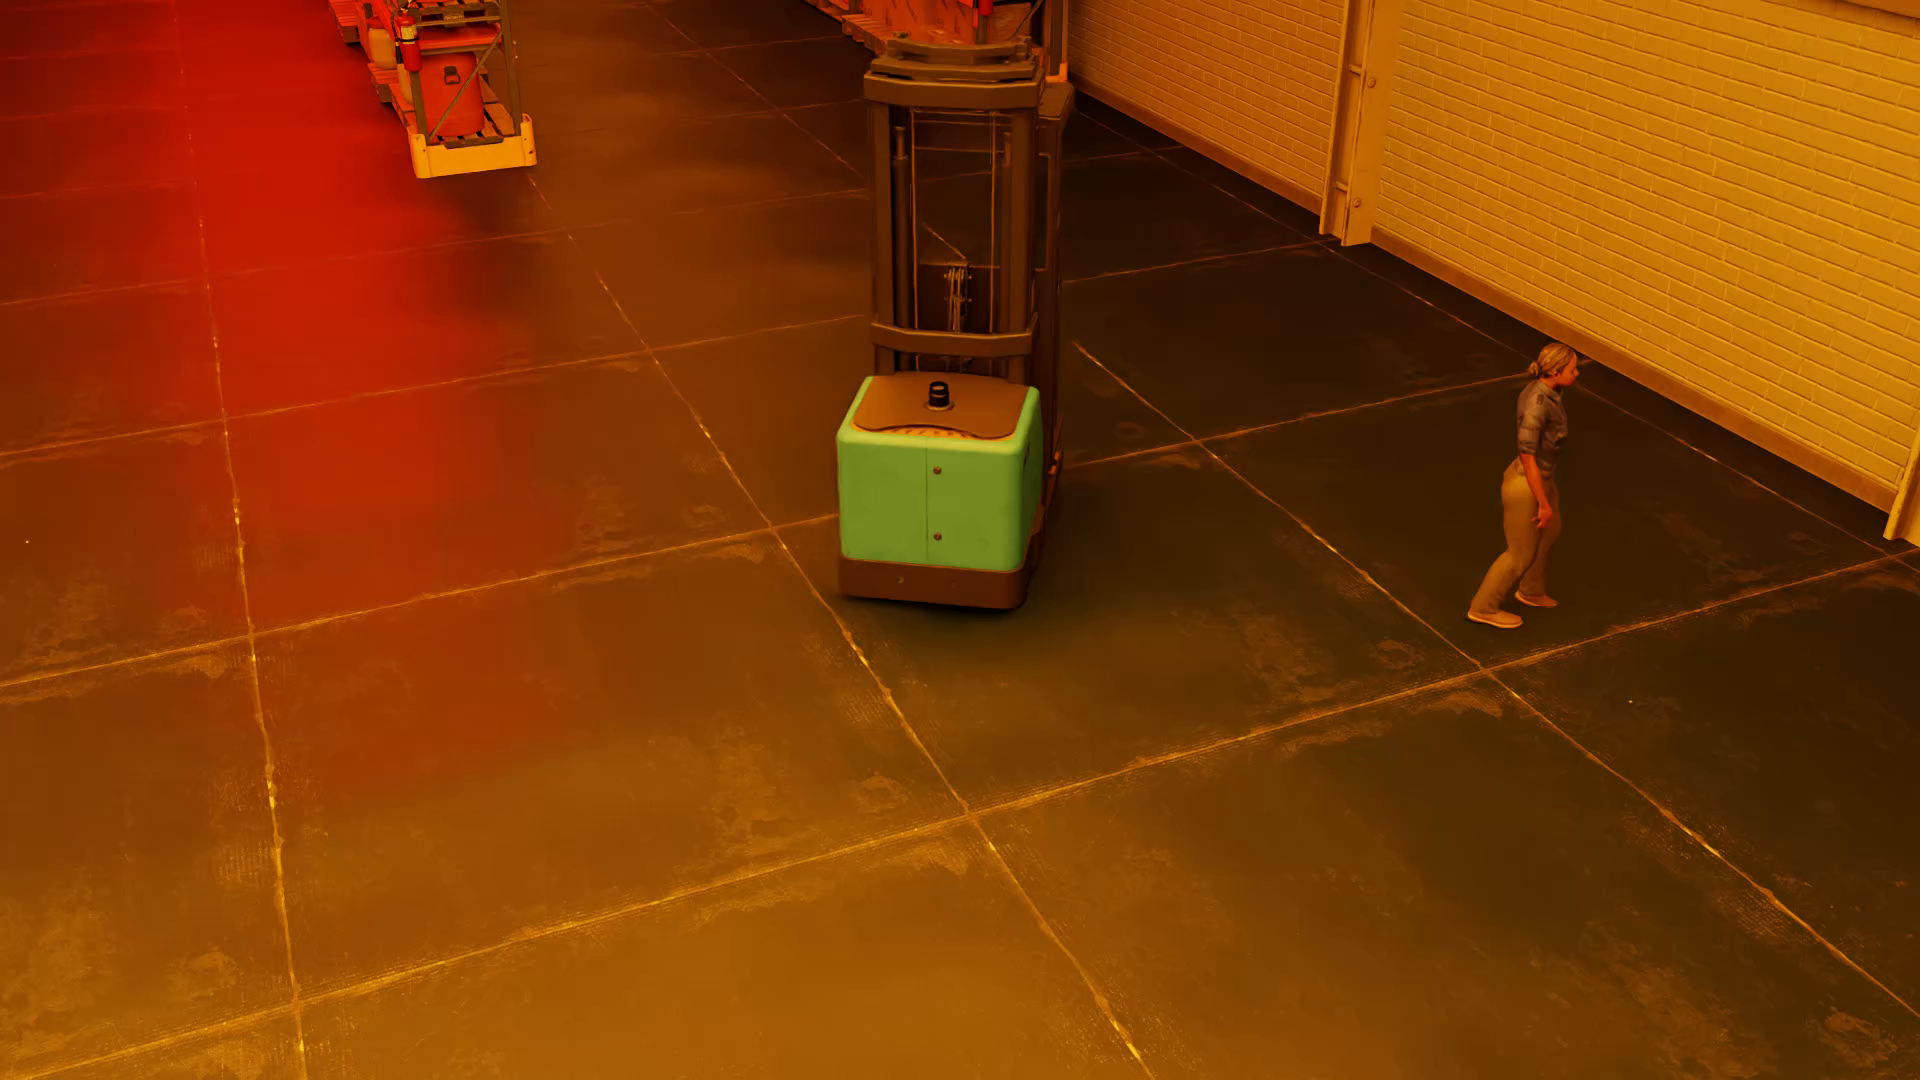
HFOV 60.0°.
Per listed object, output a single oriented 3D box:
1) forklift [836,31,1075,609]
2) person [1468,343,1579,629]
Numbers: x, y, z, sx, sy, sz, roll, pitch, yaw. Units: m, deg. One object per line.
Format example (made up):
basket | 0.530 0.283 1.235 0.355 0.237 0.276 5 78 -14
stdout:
forklift | 0.065 -1.600 9.917 1.130 2.935 3.031 5 30 8
person | 3.115 -0.259 8.927 0.517 1.698 0.546 9 31 16
